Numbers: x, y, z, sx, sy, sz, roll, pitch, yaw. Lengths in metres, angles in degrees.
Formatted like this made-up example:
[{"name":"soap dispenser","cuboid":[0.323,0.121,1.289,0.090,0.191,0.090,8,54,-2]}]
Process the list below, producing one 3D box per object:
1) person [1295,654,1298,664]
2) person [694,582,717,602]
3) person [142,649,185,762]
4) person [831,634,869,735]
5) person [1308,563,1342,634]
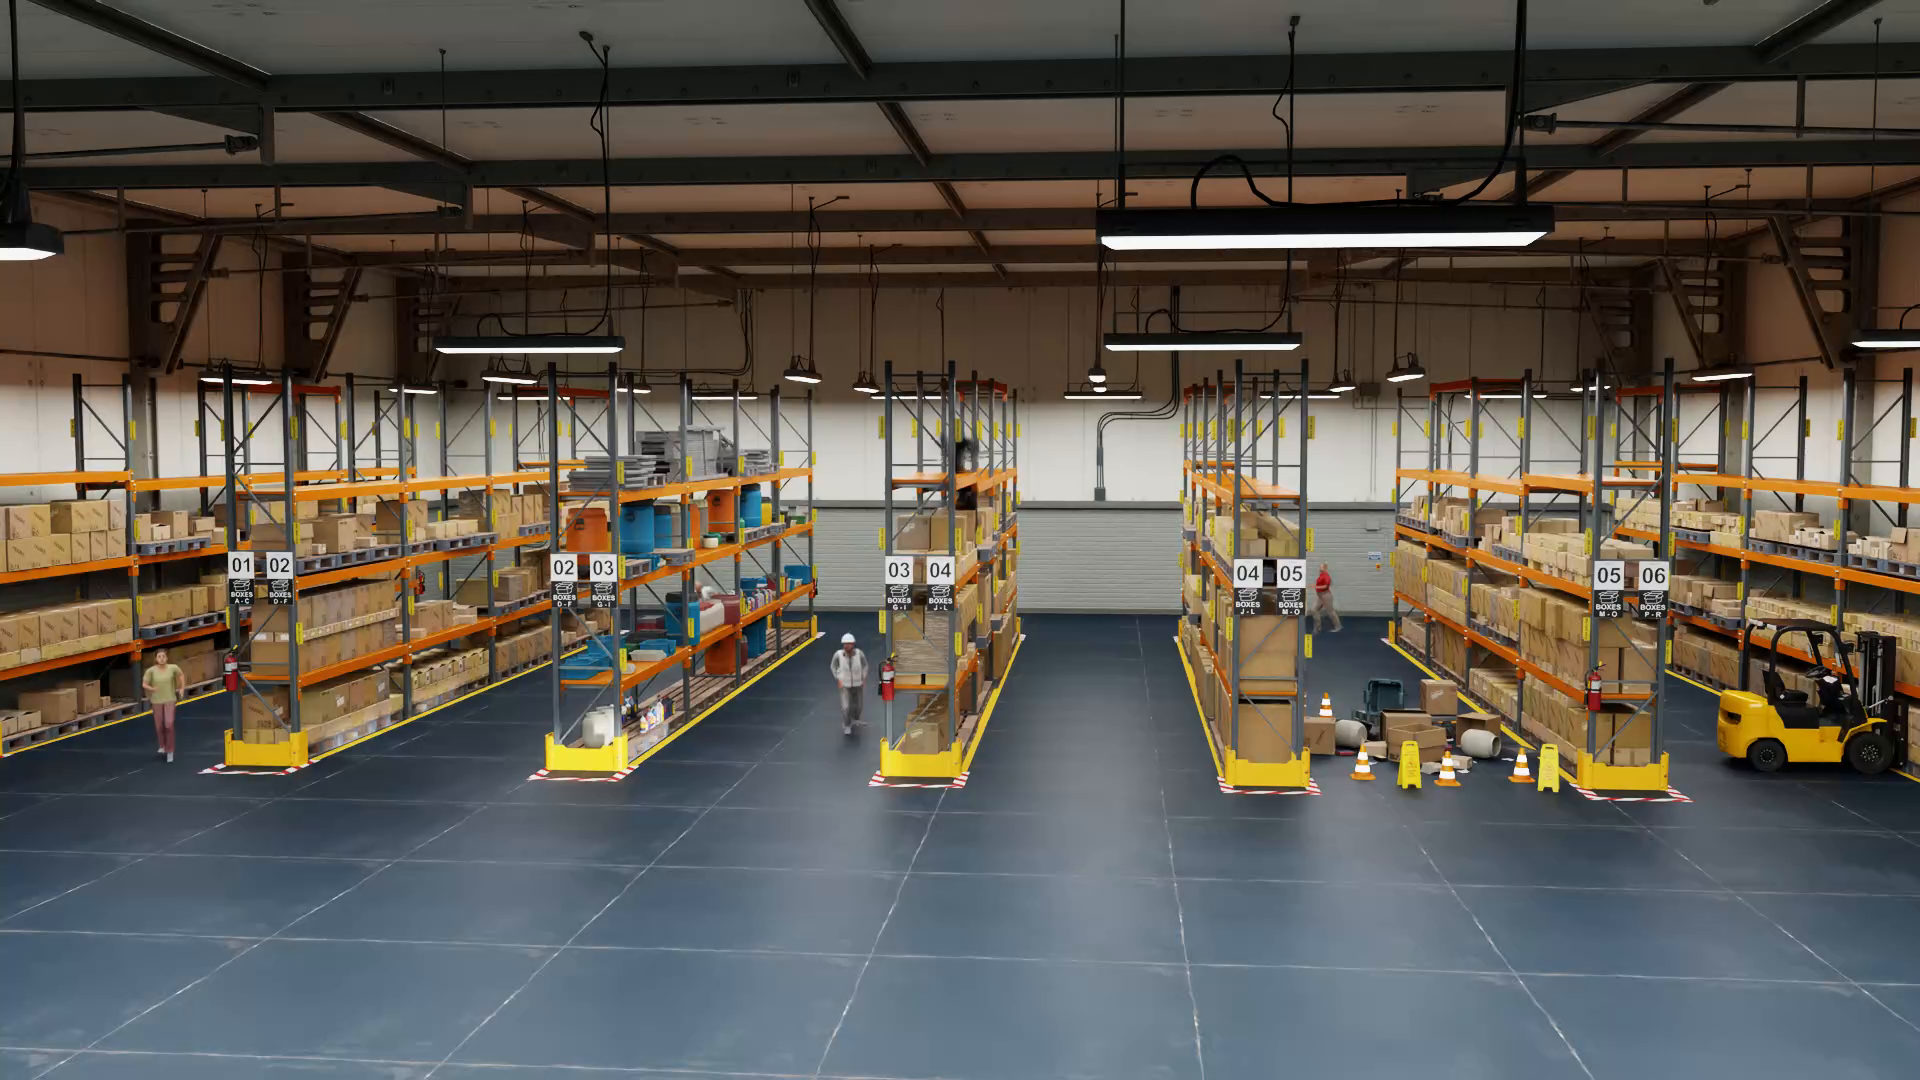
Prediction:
[{"name":"person","cuboid":[7.106,1.832,35.546,0.600,1.650,0.953,0,4,-6]},{"name":"person","cuboid":[-6.029,1.694,38.861,0.728,1.502,1.040,-1,4,-9]},{"name":"person","cuboid":[-12.136,2.516,25.343,0.571,1.746,0.729,-1,4,-20]},{"name":"person","cuboid":[-1.809,2.355,27.478,0.678,1.689,0.846,-1,4,-15]},{"name":"person","cuboid":[8.954,1.462,40.868,0.859,1.800,0.646,0,4,-7]}]
